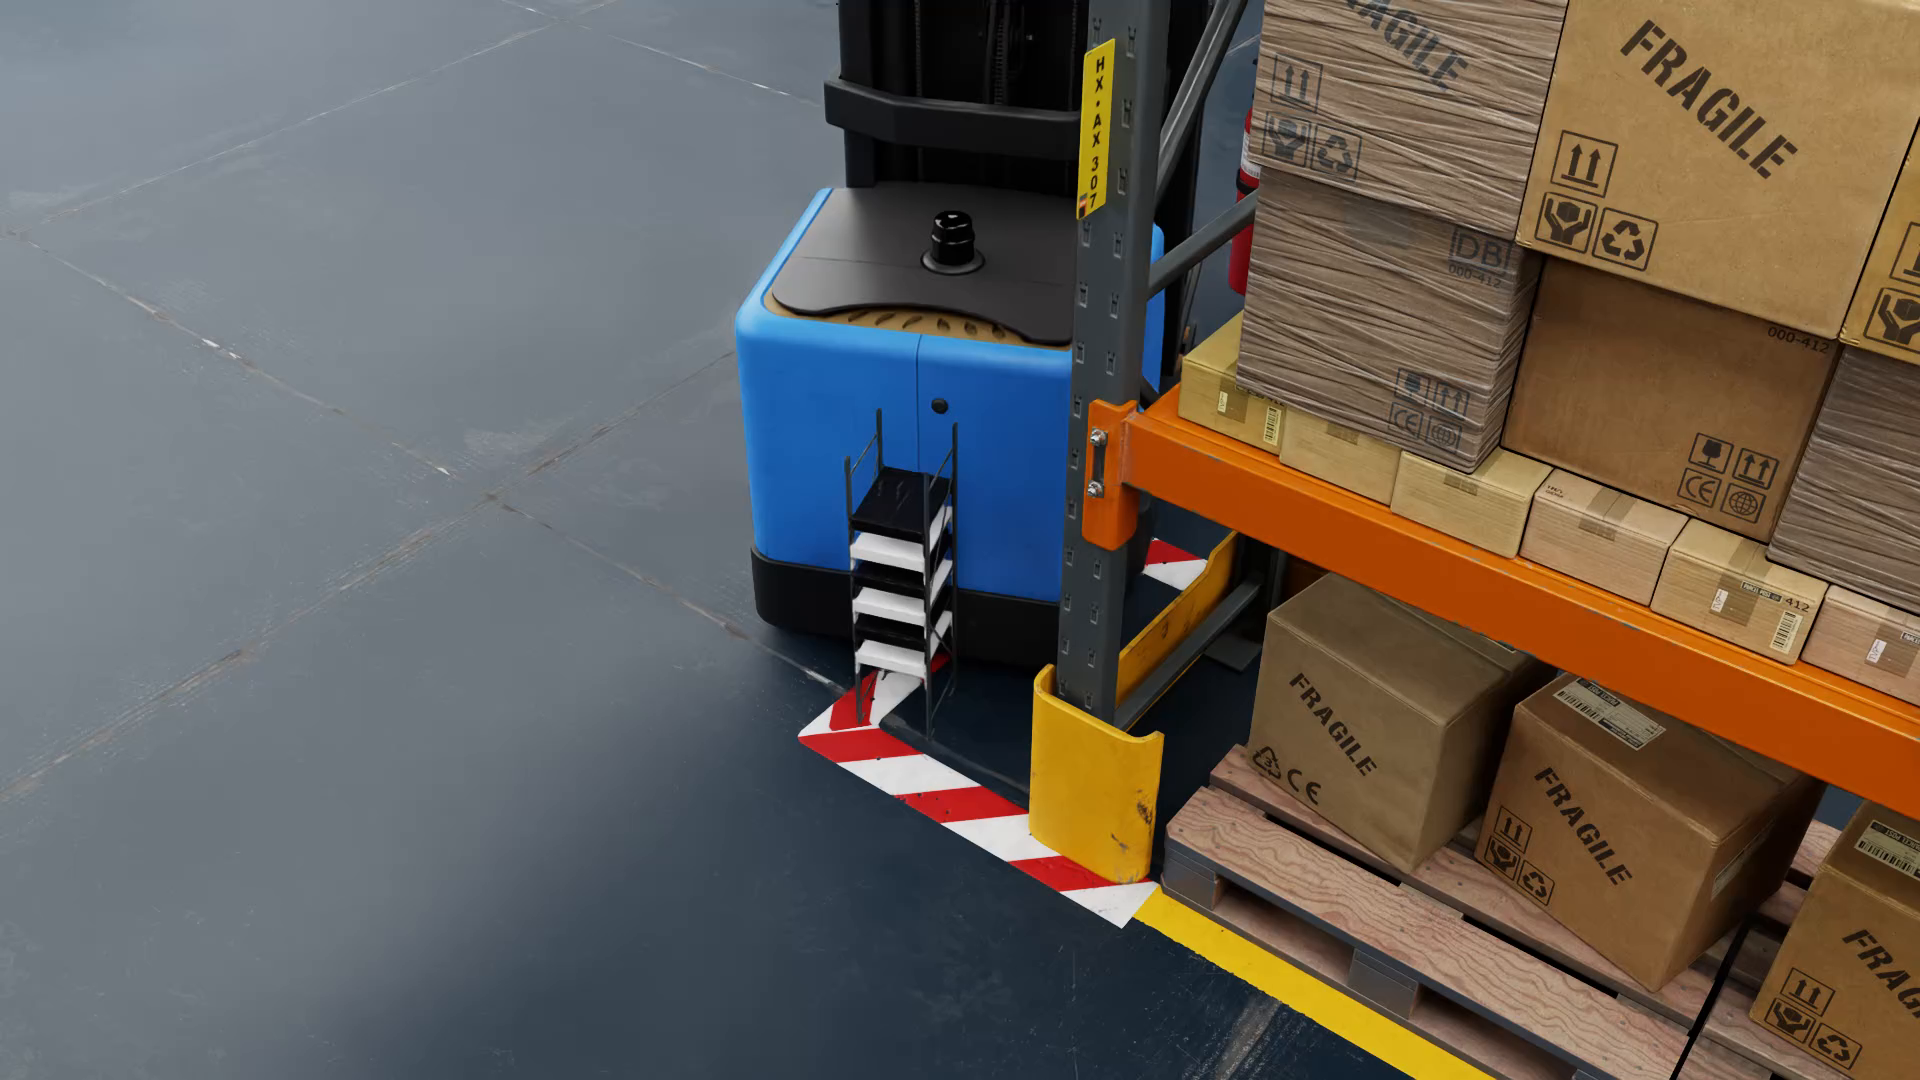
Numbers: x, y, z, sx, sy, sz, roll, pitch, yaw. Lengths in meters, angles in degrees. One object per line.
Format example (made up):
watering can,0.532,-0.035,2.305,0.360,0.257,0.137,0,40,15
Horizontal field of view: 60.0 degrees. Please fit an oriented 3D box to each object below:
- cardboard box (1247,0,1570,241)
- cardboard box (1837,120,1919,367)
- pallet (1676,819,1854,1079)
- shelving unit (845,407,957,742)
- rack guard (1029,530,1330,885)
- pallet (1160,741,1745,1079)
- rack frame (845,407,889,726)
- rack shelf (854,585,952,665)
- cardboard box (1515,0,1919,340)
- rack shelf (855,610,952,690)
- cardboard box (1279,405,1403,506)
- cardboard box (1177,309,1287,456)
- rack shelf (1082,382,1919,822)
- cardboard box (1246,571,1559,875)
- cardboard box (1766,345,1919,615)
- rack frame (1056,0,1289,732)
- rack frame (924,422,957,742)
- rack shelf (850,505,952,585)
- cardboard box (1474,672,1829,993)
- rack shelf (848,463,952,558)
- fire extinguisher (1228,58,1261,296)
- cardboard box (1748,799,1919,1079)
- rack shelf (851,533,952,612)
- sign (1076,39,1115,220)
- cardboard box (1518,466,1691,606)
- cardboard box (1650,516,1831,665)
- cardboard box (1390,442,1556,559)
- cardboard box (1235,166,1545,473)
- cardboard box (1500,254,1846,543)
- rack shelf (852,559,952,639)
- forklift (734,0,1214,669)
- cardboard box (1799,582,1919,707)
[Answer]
cardboard box,0.854,-0.894,2.825,0.500,0.500,0.500,25,45,29
cardboard box,1.645,-0.516,2.343,0.500,0.500,0.500,25,45,29
pallet,2.231,1.222,3.518,1.213,0.211,1.003,25,45,29
shelving unit,-0.145,0.108,4.381,0.210,0.900,0.258,12,40,14
rack guard,0.643,0.330,4.423,0.348,0.500,1.175,25,45,29
pallet,1.266,0.765,4.102,1.213,0.211,1.003,25,45,29
rack frame,-0.242,0.088,4.406,0.006,0.900,0.240,12,40,14
rack shelf,-0.146,0.205,4.457,0.200,0.077,0.258,12,40,14
cardboard box,1.247,-0.703,2.581,0.500,0.500,0.500,25,45,29
rack shelf,-0.146,0.276,4.513,0.200,0.077,0.258,12,40,14
cardboard box,0.851,-0.258,3.350,0.250,0.149,0.380,25,45,29
cardboard box,0.664,-0.361,3.481,0.250,0.149,0.380,25,45,29
rack shelf,2.171,0.349,2.954,4.000,0.370,1.077,25,45,29
cardboard box,1.068,0.378,4.021,0.500,0.500,0.500,-29,46,-32
cardboard box,1.843,-0.283,2.856,0.500,0.500,0.875,25,45,29
rack frame,0.582,-0.683,3.689,0.127,3.000,1.000,25,45,29
rack frame,-0.049,0.128,4.356,0.006,0.900,0.240,12,40,14
rack shelf,-0.145,-0.007,4.290,0.200,0.077,0.258,12,40,14
cardboard box,1.564,0.585,3.757,0.500,0.500,0.500,-25,45,-29
rack shelf,-0.144,-0.078,4.235,0.200,0.077,0.258,12,40,14
fire extinguisher,0.771,-0.921,4.056,0.183,0.674,0.296,25,45,29
cardboard box,2.050,0.829,3.445,0.500,0.500,0.500,30,47,32
rack shelf,-0.145,0.064,4.346,0.200,0.077,0.258,12,40,14
sign,0.253,-0.758,3.083,0.005,0.325,0.100,25,45,29
cardboard box,1.251,-0.073,3.114,0.250,0.149,0.380,25,45,29
cardboard box,1.446,0.024,2.990,0.250,0.149,0.380,25,45,29
cardboard box,1.040,-0.157,3.221,0.250,0.149,0.380,25,45,29
cardboard box,1.003,-0.620,3.286,0.500,0.500,0.875,25,45,29
cardboard box,1.473,-0.492,3.122,0.500,0.500,0.875,25,45,29
rack shelf,-0.145,0.135,4.402,0.200,0.077,0.258,12,40,14
forklift,0.238,-1.693,5.035,1.130,2.935,3.031,8,39,10
cardboard box,1.661,0.104,2.887,0.250,0.149,0.380,25,45,29
